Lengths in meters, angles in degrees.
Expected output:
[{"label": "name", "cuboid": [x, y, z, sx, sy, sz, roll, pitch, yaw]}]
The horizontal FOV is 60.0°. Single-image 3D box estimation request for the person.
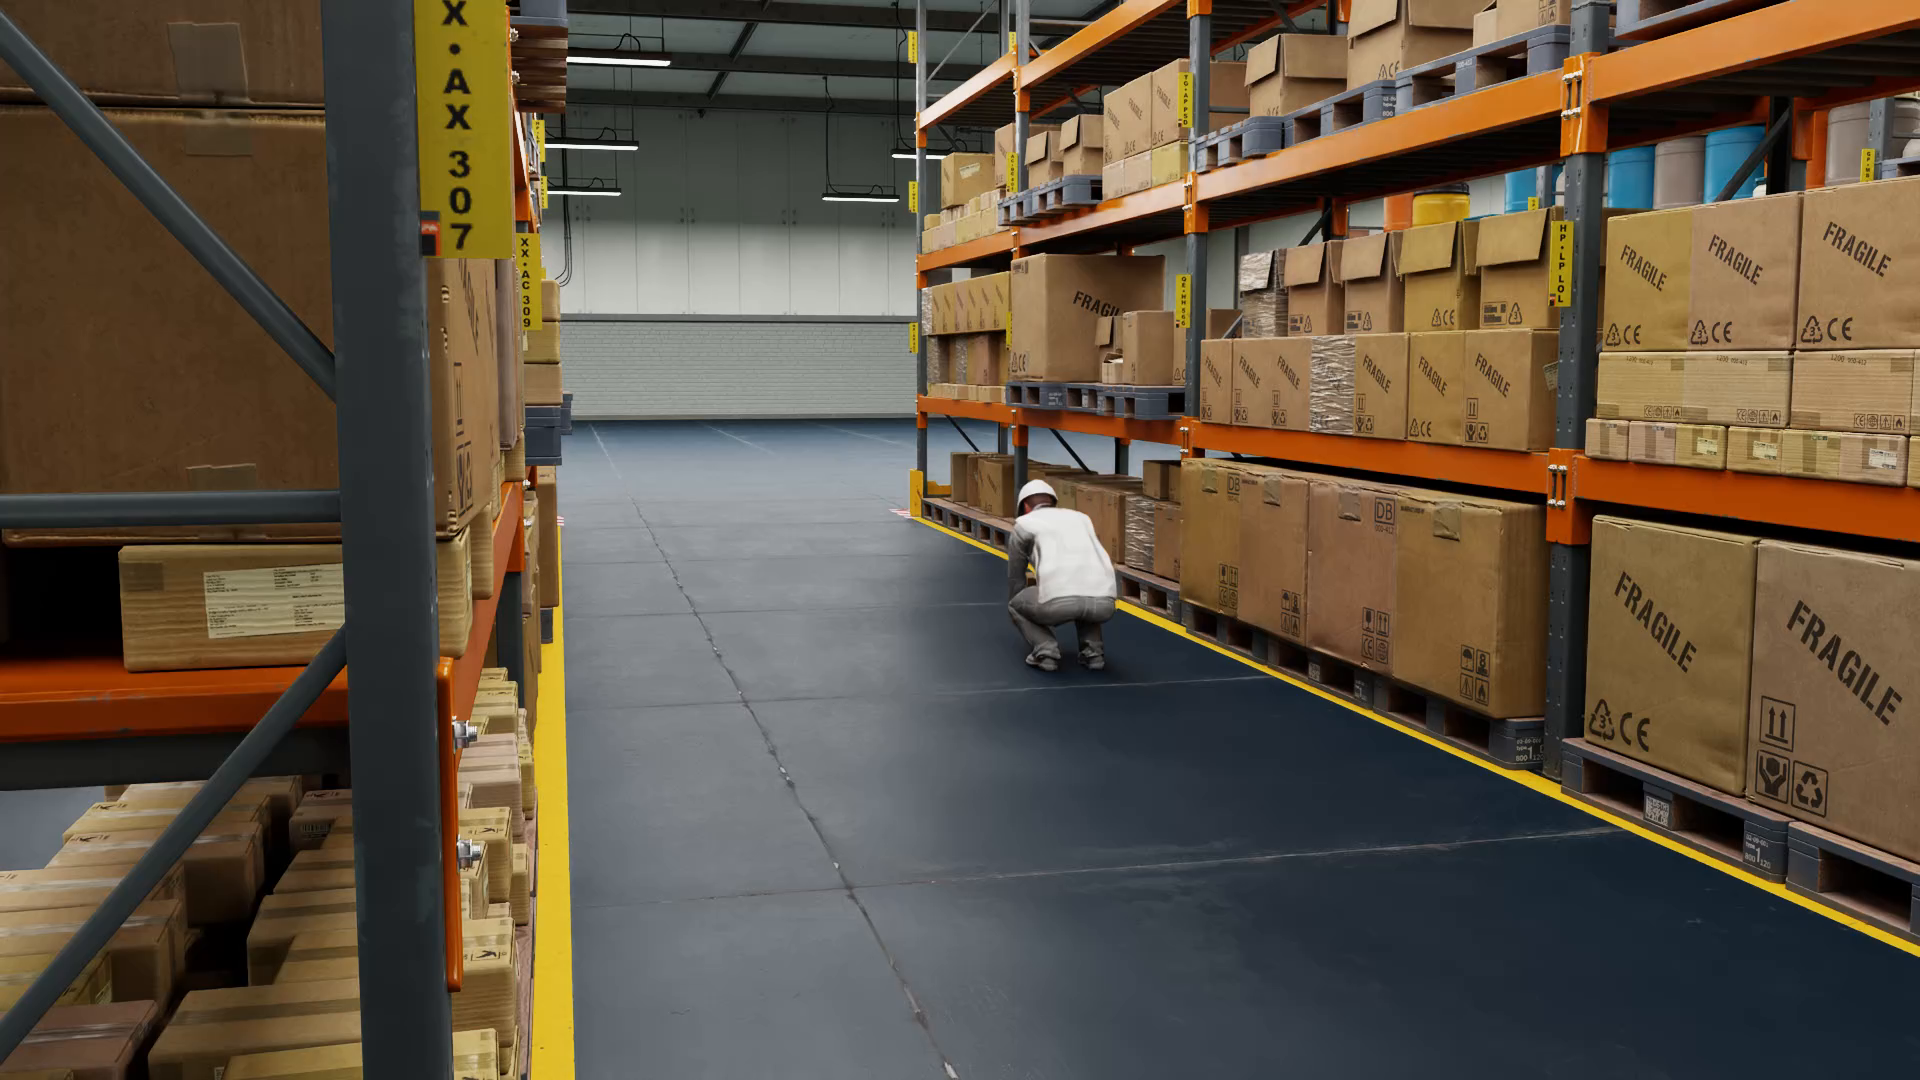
[{"label": "person", "cuboid": [0.548, 0.186, 9.235, 0.529, 1.011, 0.862, -1, 6, -14]}]
